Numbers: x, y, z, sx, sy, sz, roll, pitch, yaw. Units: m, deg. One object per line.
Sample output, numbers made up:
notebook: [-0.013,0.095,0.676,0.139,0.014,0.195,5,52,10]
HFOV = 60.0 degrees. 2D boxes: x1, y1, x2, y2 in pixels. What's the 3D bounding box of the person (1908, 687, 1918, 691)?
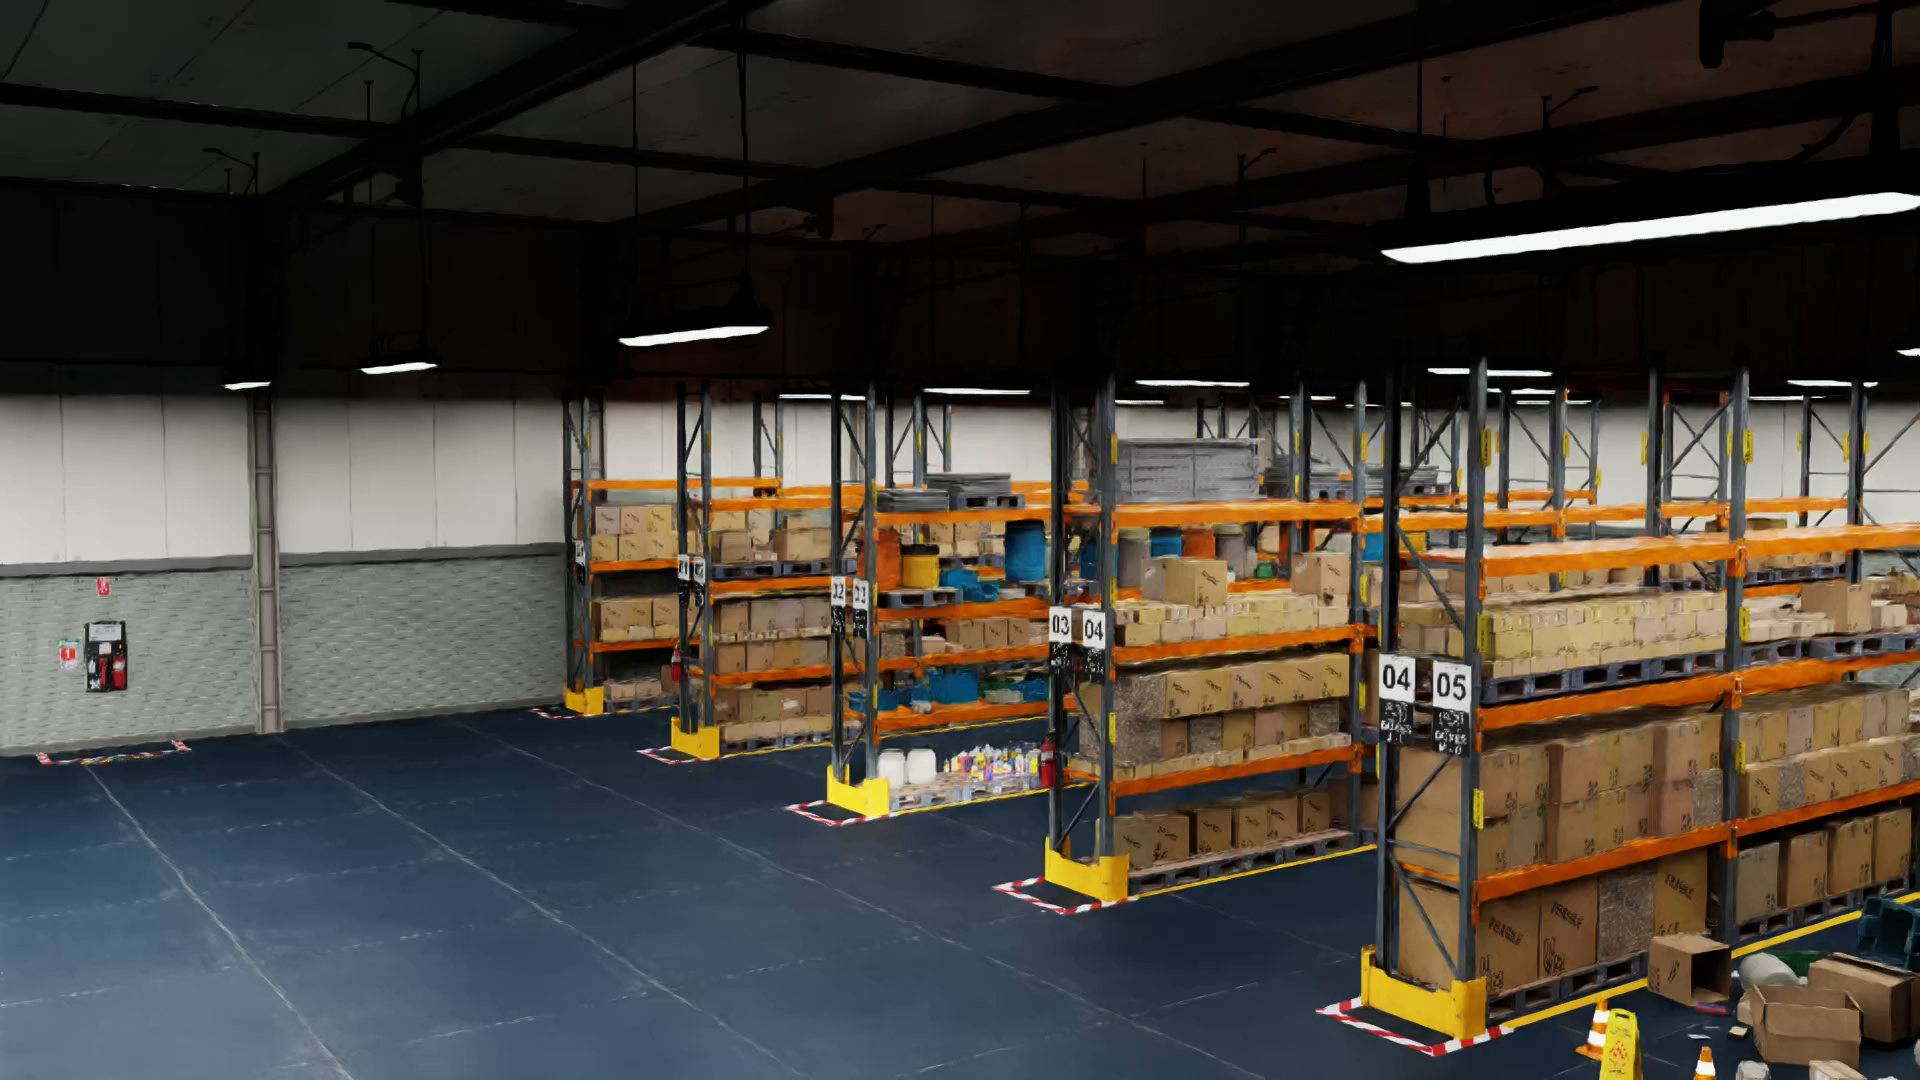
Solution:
person: [13.414,2.848,23.396,1.086,1.589,0.495,-2,4,-32]
